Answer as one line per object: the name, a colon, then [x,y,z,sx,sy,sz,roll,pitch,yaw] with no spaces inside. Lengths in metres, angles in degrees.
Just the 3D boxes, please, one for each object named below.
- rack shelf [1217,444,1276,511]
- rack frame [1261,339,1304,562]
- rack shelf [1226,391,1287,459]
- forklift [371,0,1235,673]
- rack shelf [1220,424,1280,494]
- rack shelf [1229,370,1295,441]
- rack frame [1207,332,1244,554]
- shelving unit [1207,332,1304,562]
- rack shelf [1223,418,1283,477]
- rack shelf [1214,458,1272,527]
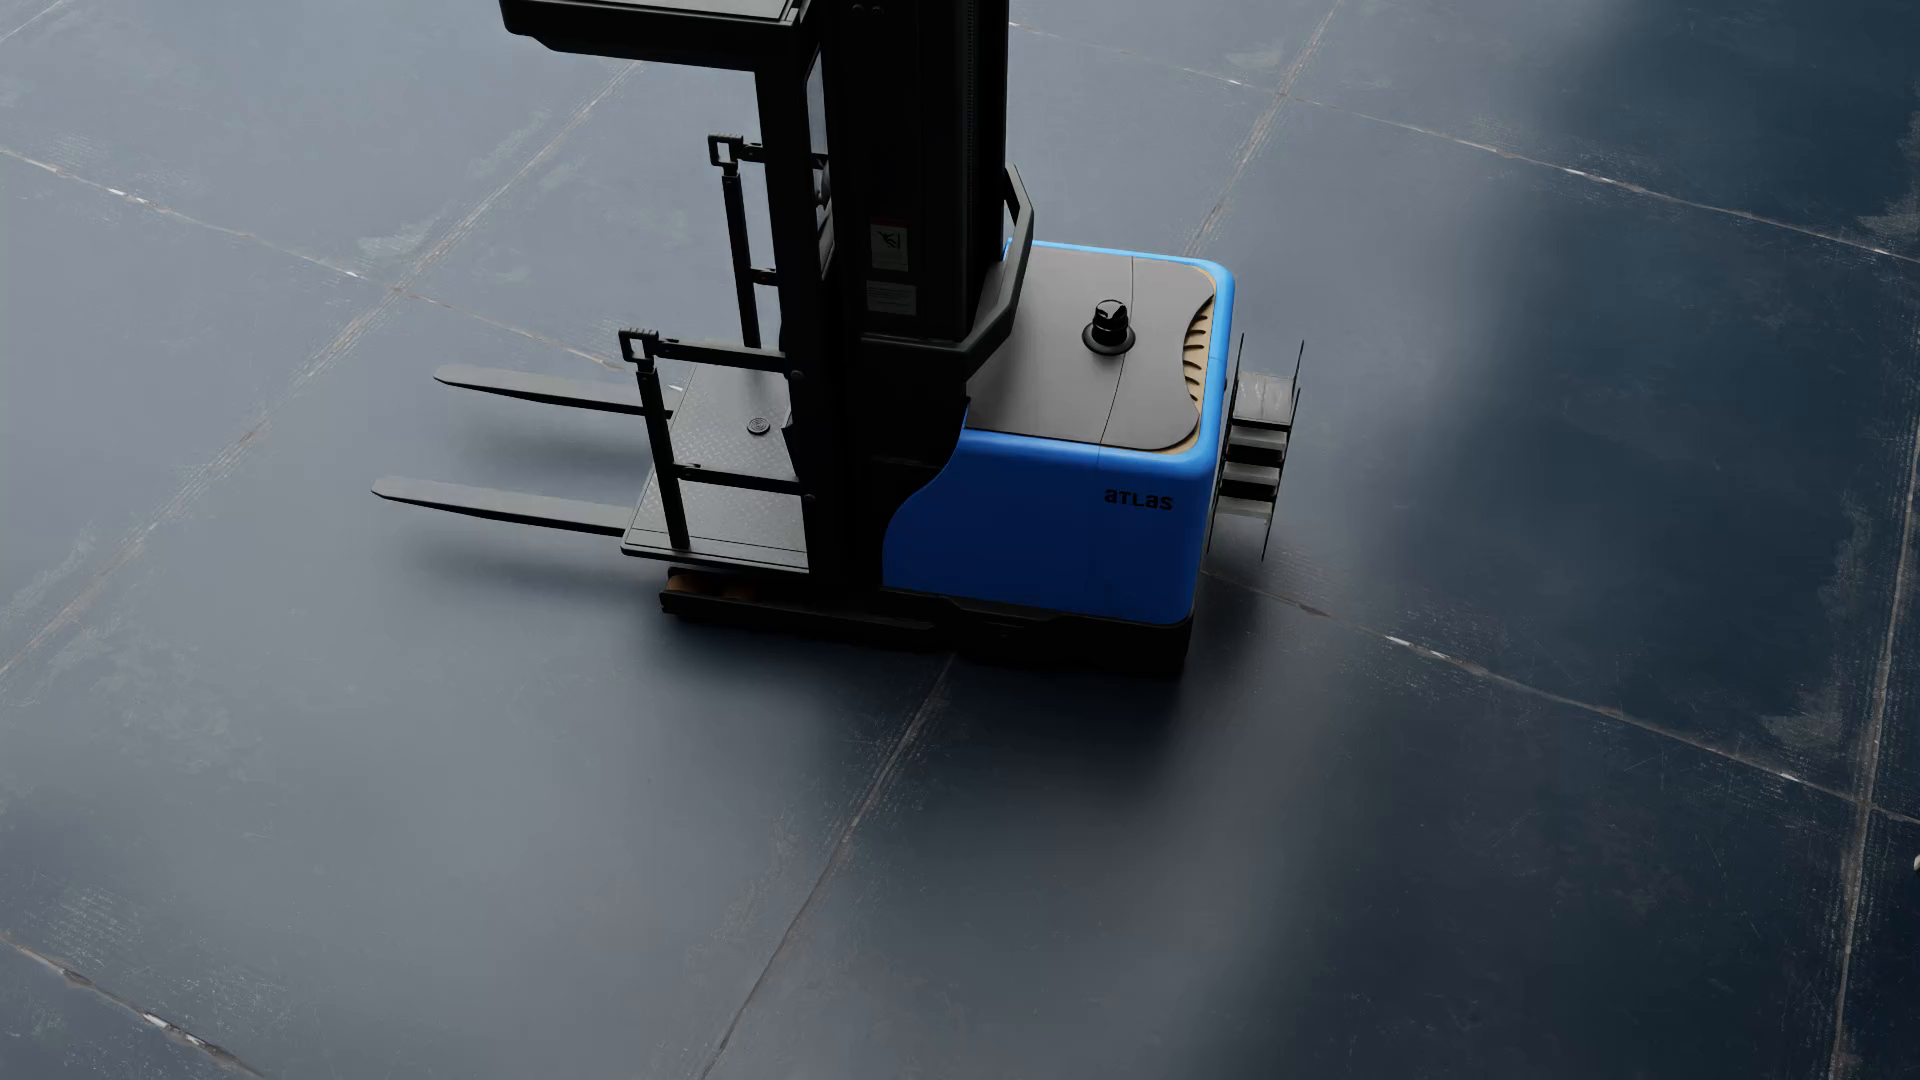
rack shelf: [1.045,-0.236,6.022,0.200,0.077,0.258,8,50,7]
rack frame: [1.145,-0.301,5.916,0.006,0.900,0.240,8,50,7]
rack shelf: [1.045,-0.411,5.816,0.200,0.077,0.258,8,50,7]
forklift: [-0.620,-1.034,5.205,3.031,2.935,1.130,8,50,7]
rack shelf: [1.045,-0.294,5.953,0.200,0.077,0.258,8,50,7]
rack shelf: [1.045,-0.469,5.747,0.200,0.077,0.258,8,50,7]
rack frame: [0.945,-0.330,5.940,0.006,0.900,0.240,8,50,7]
shelving unit: [1.045,-0.316,5.928,0.210,0.900,0.258,8,50,7]
rack shelf: [1.045,-0.352,5.884,0.200,0.077,0.258,8,50,7]
rack shelf: [1.045,-0.177,6.090,0.200,0.077,0.258,8,50,7]
